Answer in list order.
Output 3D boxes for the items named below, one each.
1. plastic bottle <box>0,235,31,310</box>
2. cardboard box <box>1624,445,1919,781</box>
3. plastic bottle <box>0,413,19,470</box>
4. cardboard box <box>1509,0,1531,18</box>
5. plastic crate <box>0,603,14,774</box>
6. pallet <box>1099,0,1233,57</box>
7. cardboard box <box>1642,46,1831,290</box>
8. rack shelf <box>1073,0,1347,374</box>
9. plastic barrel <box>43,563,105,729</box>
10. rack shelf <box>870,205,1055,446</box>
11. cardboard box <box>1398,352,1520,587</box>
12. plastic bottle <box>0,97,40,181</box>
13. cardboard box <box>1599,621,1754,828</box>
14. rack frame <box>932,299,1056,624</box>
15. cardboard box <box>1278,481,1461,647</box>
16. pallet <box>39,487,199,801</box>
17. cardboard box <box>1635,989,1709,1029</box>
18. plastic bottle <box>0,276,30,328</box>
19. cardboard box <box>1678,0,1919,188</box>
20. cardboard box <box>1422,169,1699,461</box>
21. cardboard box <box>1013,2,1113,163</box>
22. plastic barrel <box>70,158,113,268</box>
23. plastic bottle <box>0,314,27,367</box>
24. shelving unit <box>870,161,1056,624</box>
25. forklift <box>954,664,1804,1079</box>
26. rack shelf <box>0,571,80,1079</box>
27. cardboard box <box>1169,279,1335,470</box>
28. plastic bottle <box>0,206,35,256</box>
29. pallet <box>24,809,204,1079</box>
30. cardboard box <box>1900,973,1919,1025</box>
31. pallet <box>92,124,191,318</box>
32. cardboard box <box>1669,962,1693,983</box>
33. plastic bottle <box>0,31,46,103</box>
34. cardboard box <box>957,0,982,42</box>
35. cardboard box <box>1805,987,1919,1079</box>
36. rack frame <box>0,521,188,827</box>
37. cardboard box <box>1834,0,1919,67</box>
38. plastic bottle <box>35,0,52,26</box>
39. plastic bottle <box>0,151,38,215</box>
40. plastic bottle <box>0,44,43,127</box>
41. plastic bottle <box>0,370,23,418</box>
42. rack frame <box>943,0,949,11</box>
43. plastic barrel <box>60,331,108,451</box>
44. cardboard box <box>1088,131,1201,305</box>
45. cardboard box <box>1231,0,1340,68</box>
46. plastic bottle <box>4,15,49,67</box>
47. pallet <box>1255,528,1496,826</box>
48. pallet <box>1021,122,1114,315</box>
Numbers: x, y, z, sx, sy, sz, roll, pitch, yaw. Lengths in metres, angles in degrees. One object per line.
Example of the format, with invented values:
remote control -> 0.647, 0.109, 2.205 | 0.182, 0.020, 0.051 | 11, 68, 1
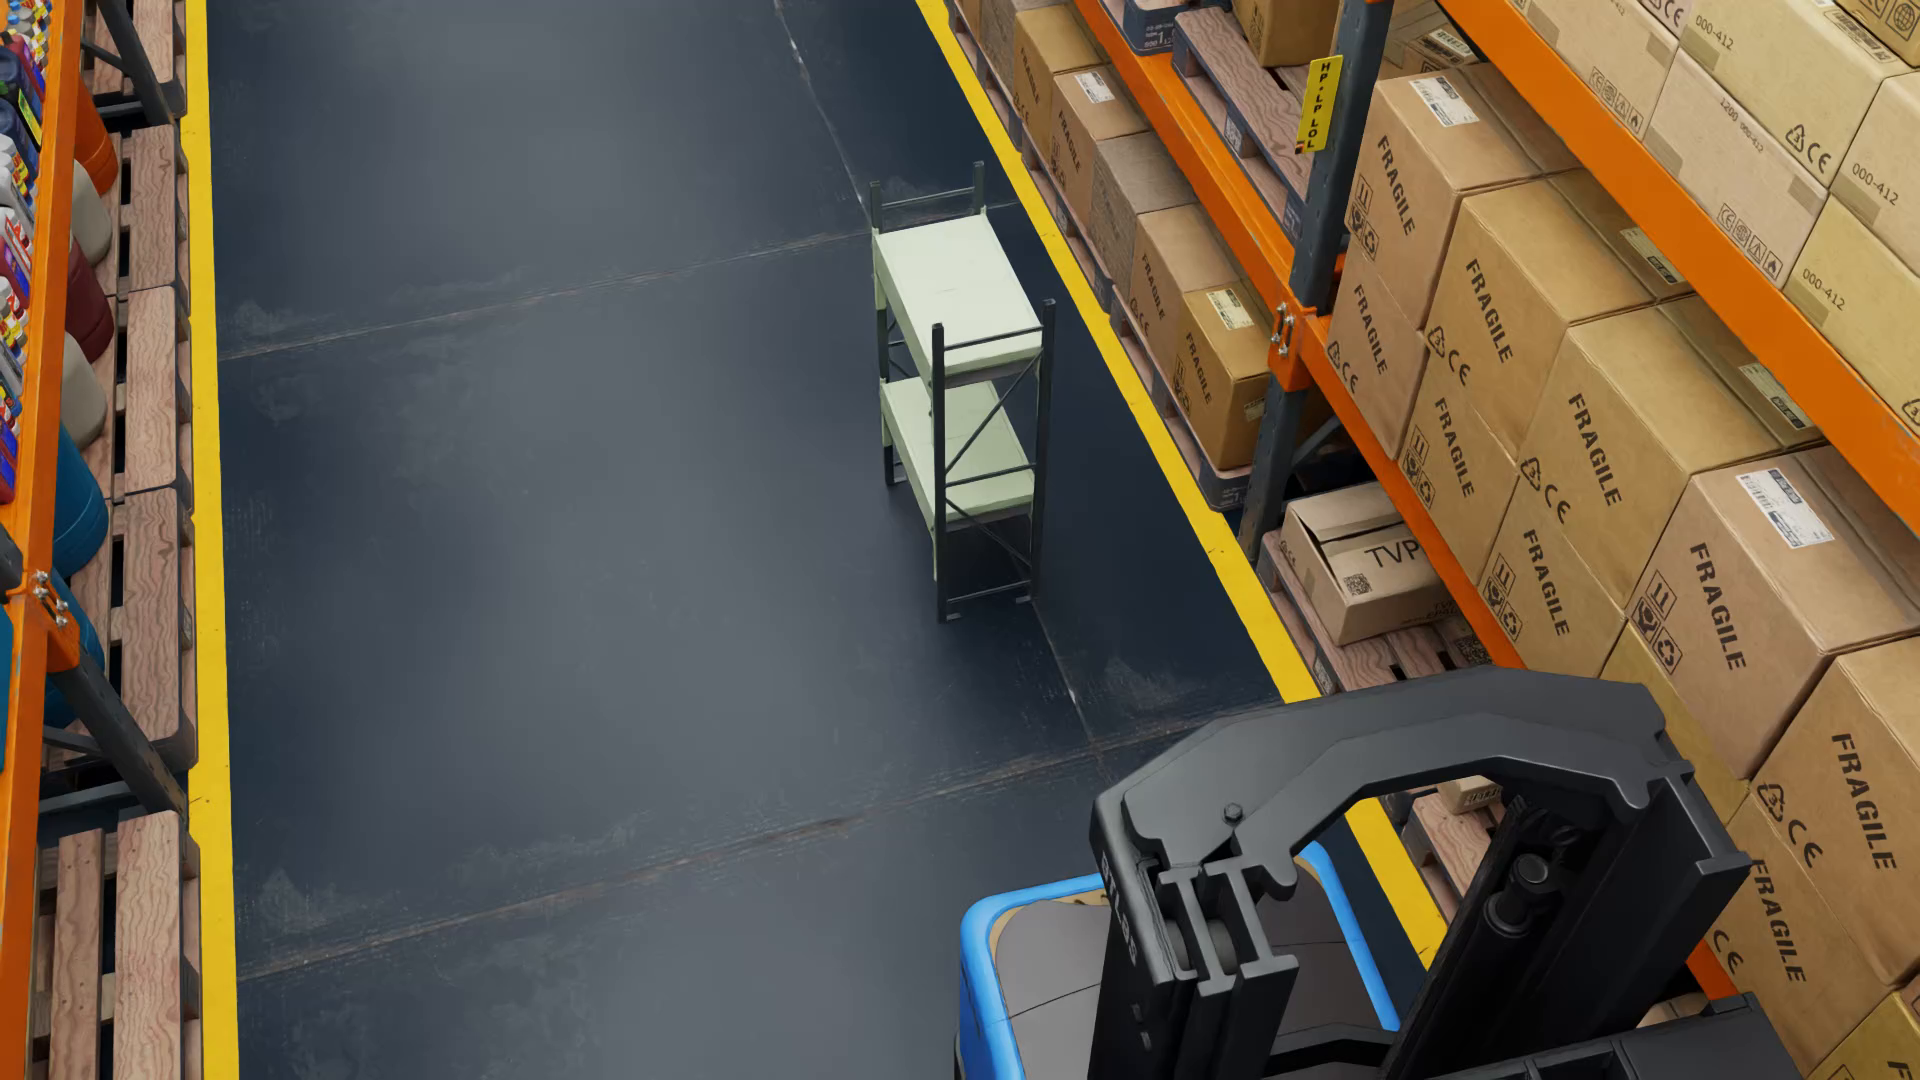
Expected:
plastic bottle -> -3.112, -0.892, 5.406 | 0.061, 0.283, 0.133 | -13, 51, -11
cardboard box -> 1.913, 0.149, 3.733 | 0.500, 0.500, 0.500 | -12, 51, -10
plastic bottle -> -2.889, -0.340, 4.941 | 0.061, 0.283, 0.133 | -13, 51, -11
cardboard box -> 1.492, -1.541, 4.013 | 0.500, 0.250, 0.500 | -13, 51, -11
plastic crate -> -2.685, 0.333, 4.268 | 0.392, 0.384, 0.575 | -13, 51, -11
pallet -> 0.981, -2.474, 6.789 | 1.003, 0.211, 1.213 | -13, 51, -11
cardboard box -> 1.782, -0.809, 3.396 | 0.500, 0.250, 0.500 | -13, 51, -11
rack shelf -> 0.993, -2.262, 6.956 | 1.077, 0.370, 4.000 | -13, 51, -11
plastic barrel -> -3.293, 0.224, 5.487 | 0.600, 0.901, 0.708 | -13, 51, -11
rack shelf -> -0.002, -0.740, 5.672 | 0.431, 0.370, 0.720 | -13, 51, -11
cardboard box -> 1.629, -0.259, 4.730 | 0.500, 0.500, 0.500 | -13, 51, -10
plastic bottle -> -3.365, -1.430, 5.816 | 0.144, 0.351, 0.185 | -13, 51, -11
cardboard box -> 1.927, 0.478, 4.109 | 0.500, 0.500, 0.500 | -14, 51, -11
rack frame -> 0.106, -0.221, 5.745 | 0.400, 1.500, 0.023 | -13, 51, -11
cardboard box -> 1.502, 0.047, 6.009 | 0.500, 0.311, 0.500 | -13, 51, -11
pallet -> -3.337, 0.410, 6.056 | 1.003, 0.211, 1.213 | -13, 51, -11
cardboard box -> 2.119, 1.590, 4.748 | 0.500, 0.250, 0.500 | -13, 51, -11
plastic bottle -> -3.095, -0.777, 5.363 | 0.097, 0.201, 0.097 | 0, 50, 0
cardboard box -> 1.777, -0.969, 3.204 | 0.500, 0.250, 0.500 | -13, 51, -11
cardboard box -> 1.608, -0.604, 4.367 | 0.500, 0.500, 0.500 | -15, 51, -12
cardboard box -> 0.567, -2.145, 7.734 | 0.500, 0.500, 0.500 | -14, 51, -11
plastic barrel -> -3.918, -1.426, 7.132 | 0.421, 0.512, 0.421 | 0, 50, 0
plastic bottle -> -3.038, -0.657, 5.216 | 0.097, 0.271, 0.097 | 0, 50, 0
shelving unit -> -0.002, -0.488, 5.970 | 0.431, 1.500, 0.755 | -13, 51, -11
forklift -> 0.821, 1.709, 3.182 | 1.130, 2.935, 3.031 | -10, 51, -9
rack shelf -> -2.557, 1.776, 3.551 | 1.077, 0.370, 4.000 | -13, 51, -11
cardboard box -> 1.165, -0.665, 6.486 | 0.500, 0.500, 0.500 | -14, 51, -11
plastic bottle -> -3.203, -1.044, 5.587 | 0.097, 0.201, 0.097 | 0, 50, 0
pallet -> -2.894, 1.511, 5.128 | 1.003, 0.211, 1.213 | -13, 51, -11
cardboard box -> 2.223, 0.902, 3.098 | 0.500, 0.500, 0.500 | -12, 51, -10
pallet -> -4.059, -1.373, 7.559 | 1.003, 0.211, 1.213 | -13, 51, -11
cardboard box -> 2.145, 1.000, 5.079 | 0.797, 0.503, 0.637 | -13, 51, -11
plastic bottle -> -3.466, -1.766, 6.143 | 0.061, 0.283, 0.133 | -13, 51, -11
cardboard box -> 0.263, -2.894, 8.365 | 0.500, 0.500, 0.500 | -11, 51, -9
cardboard box -> 2.218, 1.212, 3.491 | 0.500, 0.500, 0.500 | -13, 51, -11
rack frame -> -3.149, 0.084, 4.507 | 1.000, 3.000, 0.127 | -13, 51, -11
cardboard box -> 1.931, -1.247, 2.948 | 0.700, 0.500, 0.500 | -13, 51, -11
plastic bottle -> -3.633, -2.104, 6.482 | 0.097, 0.201, 0.097 | 0, 50, 0
plastic bottle -> -3.272, -1.236, 5.704 | 0.097, 0.271, 0.097 | 0, 50, 0
plastic bottle -> -3.459, -1.662, 6.011 | 0.144, 0.351, 0.185 | -13, 51, -11
plastic bottle -> -2.969, -0.488, 5.073 | 0.097, 0.271, 0.097 | 0, 50, 0
rack frame -> 0.401, -3.955, 7.912 | 1.000, 3.000, 0.127 | -13, 51, -11
plastic barrel -> -3.584, -0.601, 6.437 | 0.421, 0.512, 0.421 | 0, 50, 0
cardboard box -> 0.879, -1.394, 7.101 | 0.500, 0.500, 0.500 | -13, 51, -11
cardboard box -> 1.394, -2.086, 5.996 | 0.700, 0.500, 0.500 | -6, 50, -5
plastic bottle -> -3.547, -1.891, 6.302 | 0.097, 0.201, 0.097 | 0, 50, 0
pallet -> 1.787, 0.367, 6.092 | 1.003, 0.211, 1.213 | -13, 51, -11
pallet -> 0.943, -1.613, 7.761 | 1.003, 0.211, 1.213 | -13, 51, -11
